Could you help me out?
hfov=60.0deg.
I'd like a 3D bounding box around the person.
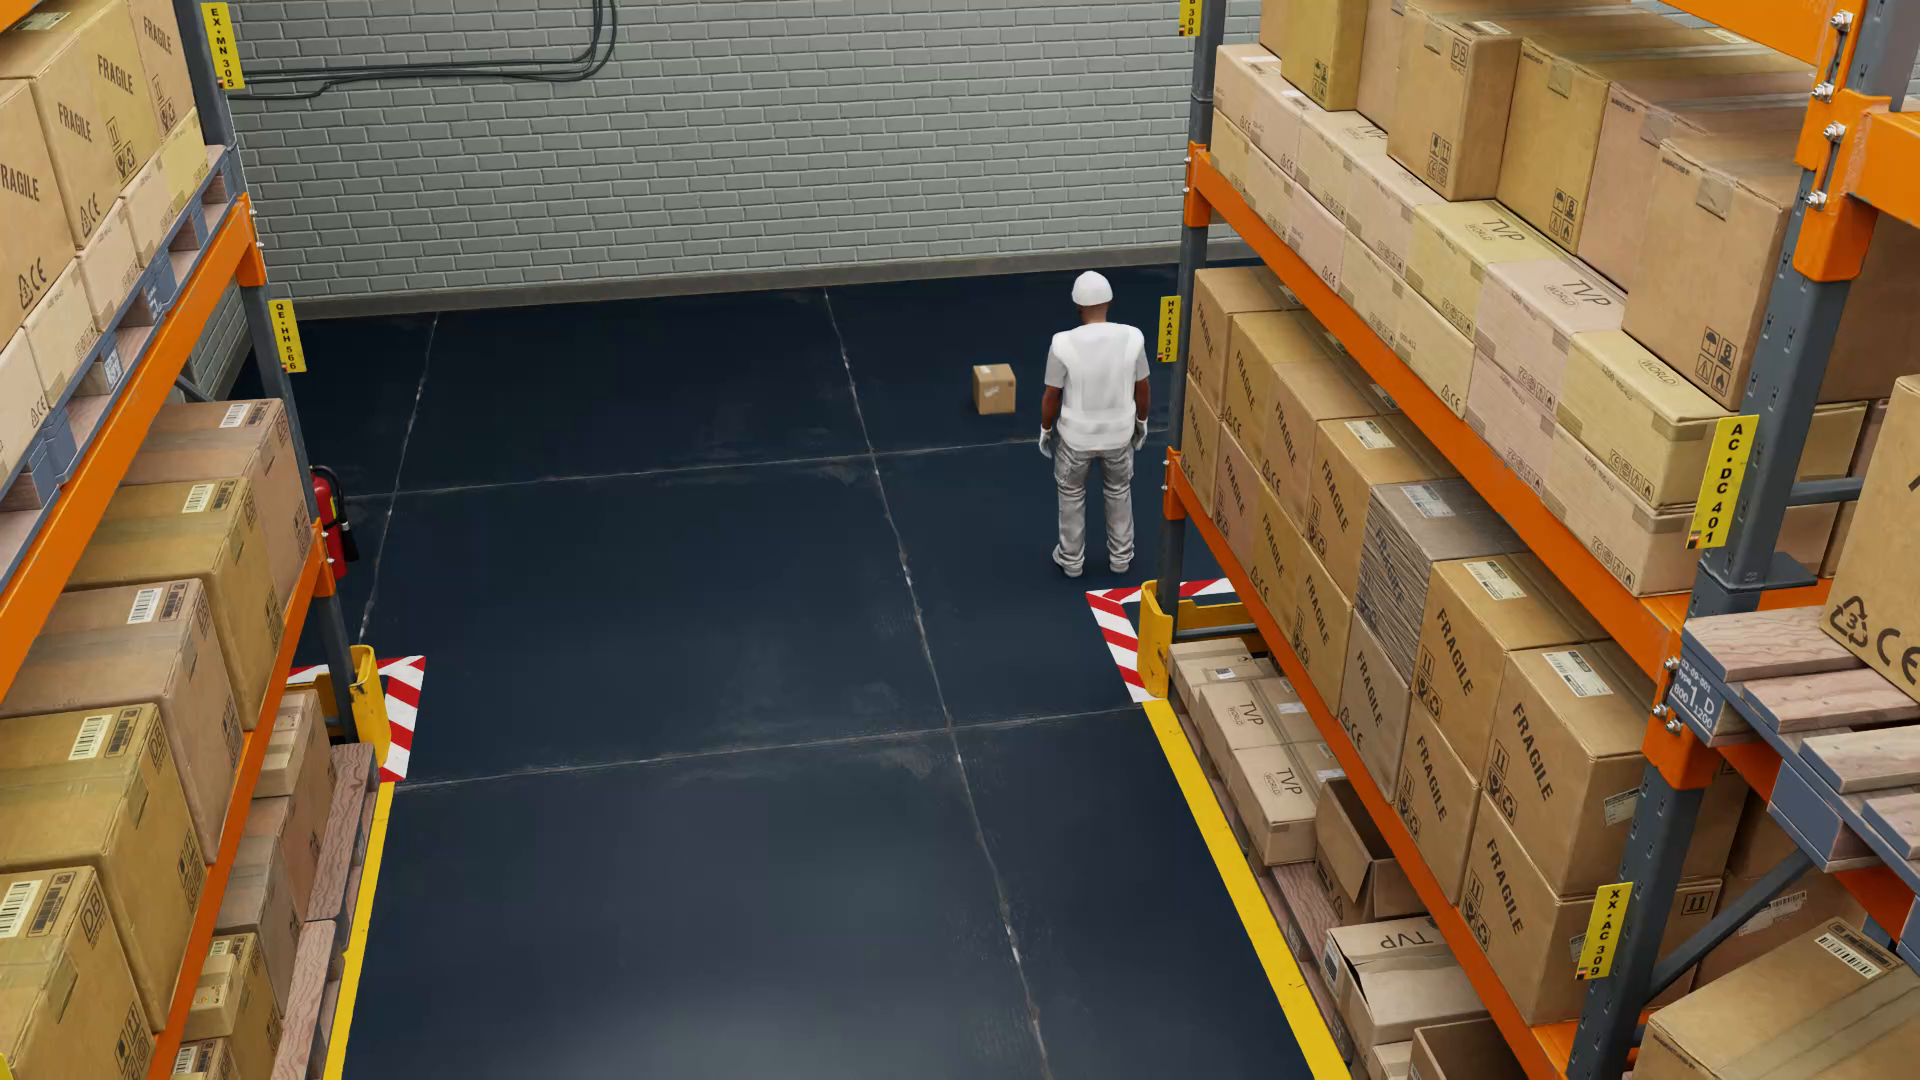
[{"bbox_3d":[0.739,-0.615,9.178,0.617,1.772,0.452,-4,31,-7],"label":"person"}]
